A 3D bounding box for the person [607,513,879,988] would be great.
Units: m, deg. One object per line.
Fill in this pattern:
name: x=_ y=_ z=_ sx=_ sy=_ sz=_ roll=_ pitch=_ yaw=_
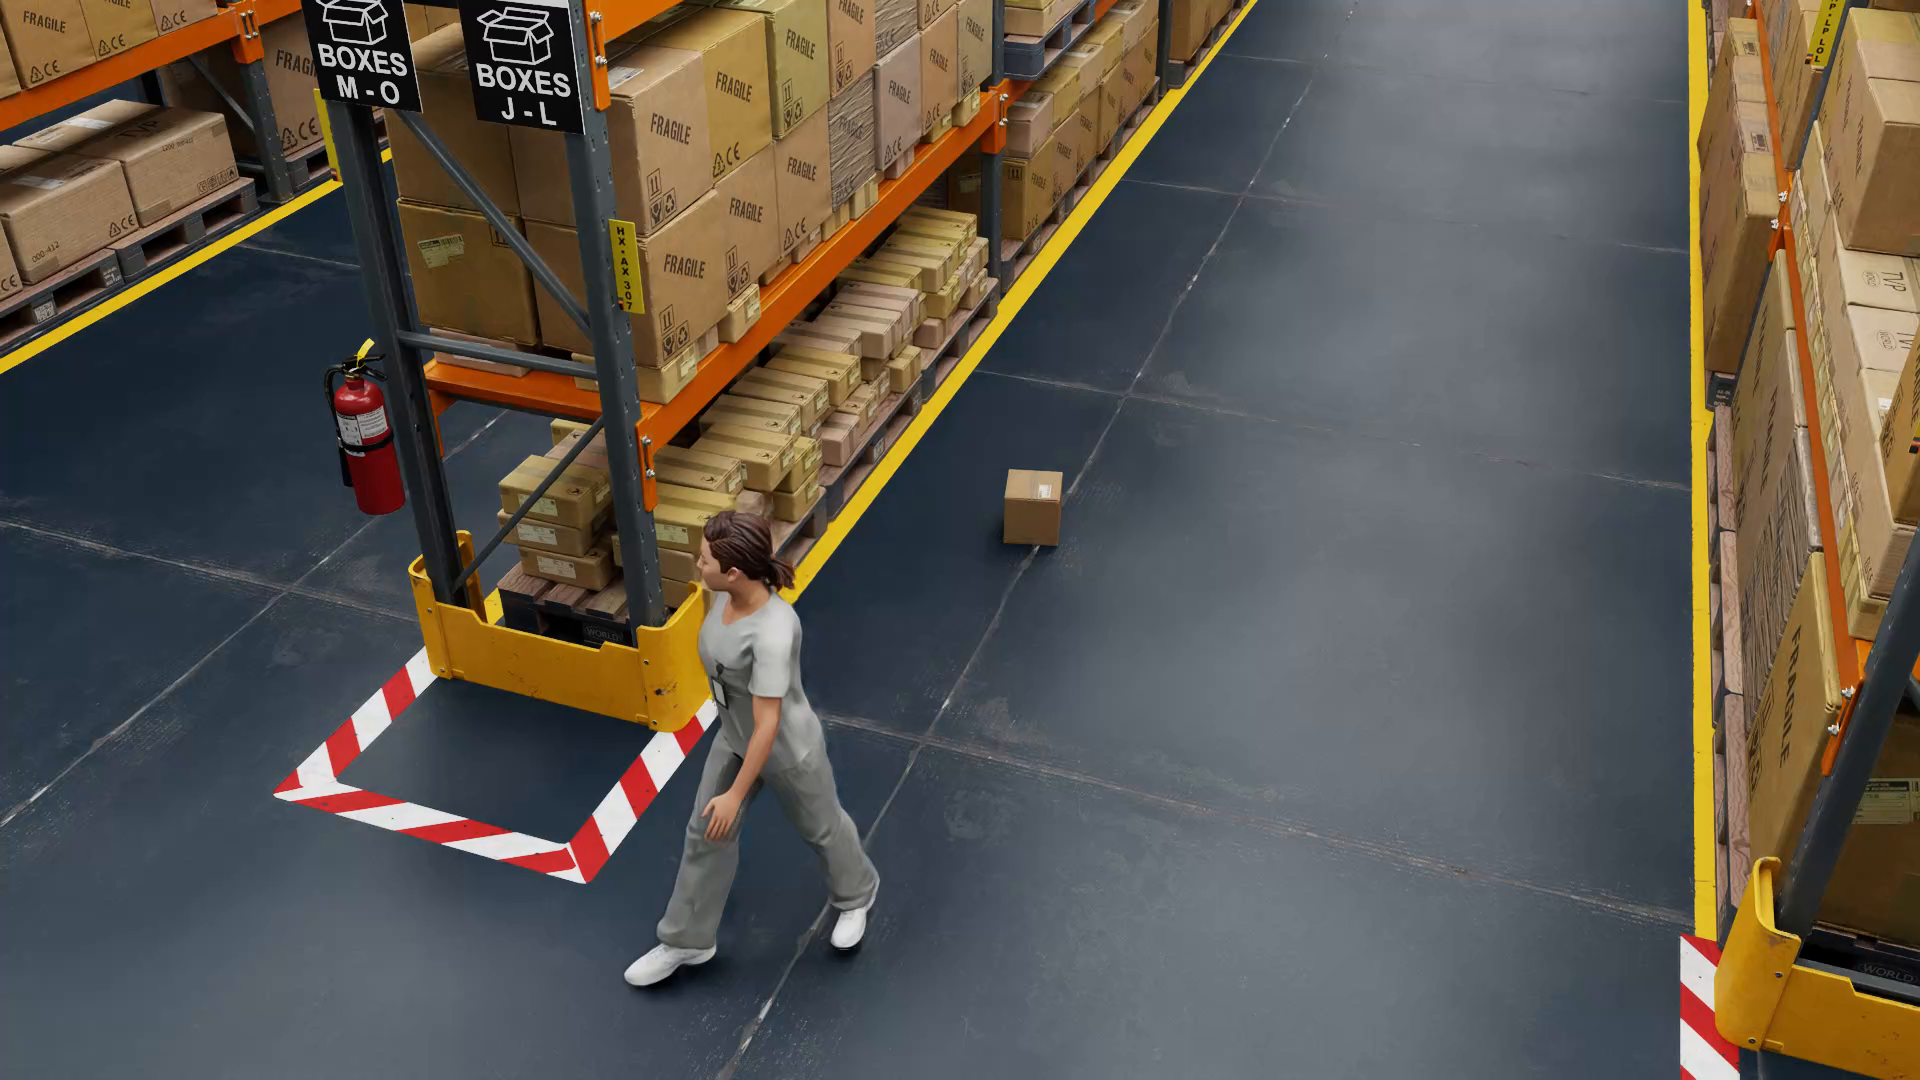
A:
person: x=-0.698 y=0.772 z=5.172 sx=0.940 sy=1.375 sz=0.526 roll=-22 pitch=39 yaw=-30
